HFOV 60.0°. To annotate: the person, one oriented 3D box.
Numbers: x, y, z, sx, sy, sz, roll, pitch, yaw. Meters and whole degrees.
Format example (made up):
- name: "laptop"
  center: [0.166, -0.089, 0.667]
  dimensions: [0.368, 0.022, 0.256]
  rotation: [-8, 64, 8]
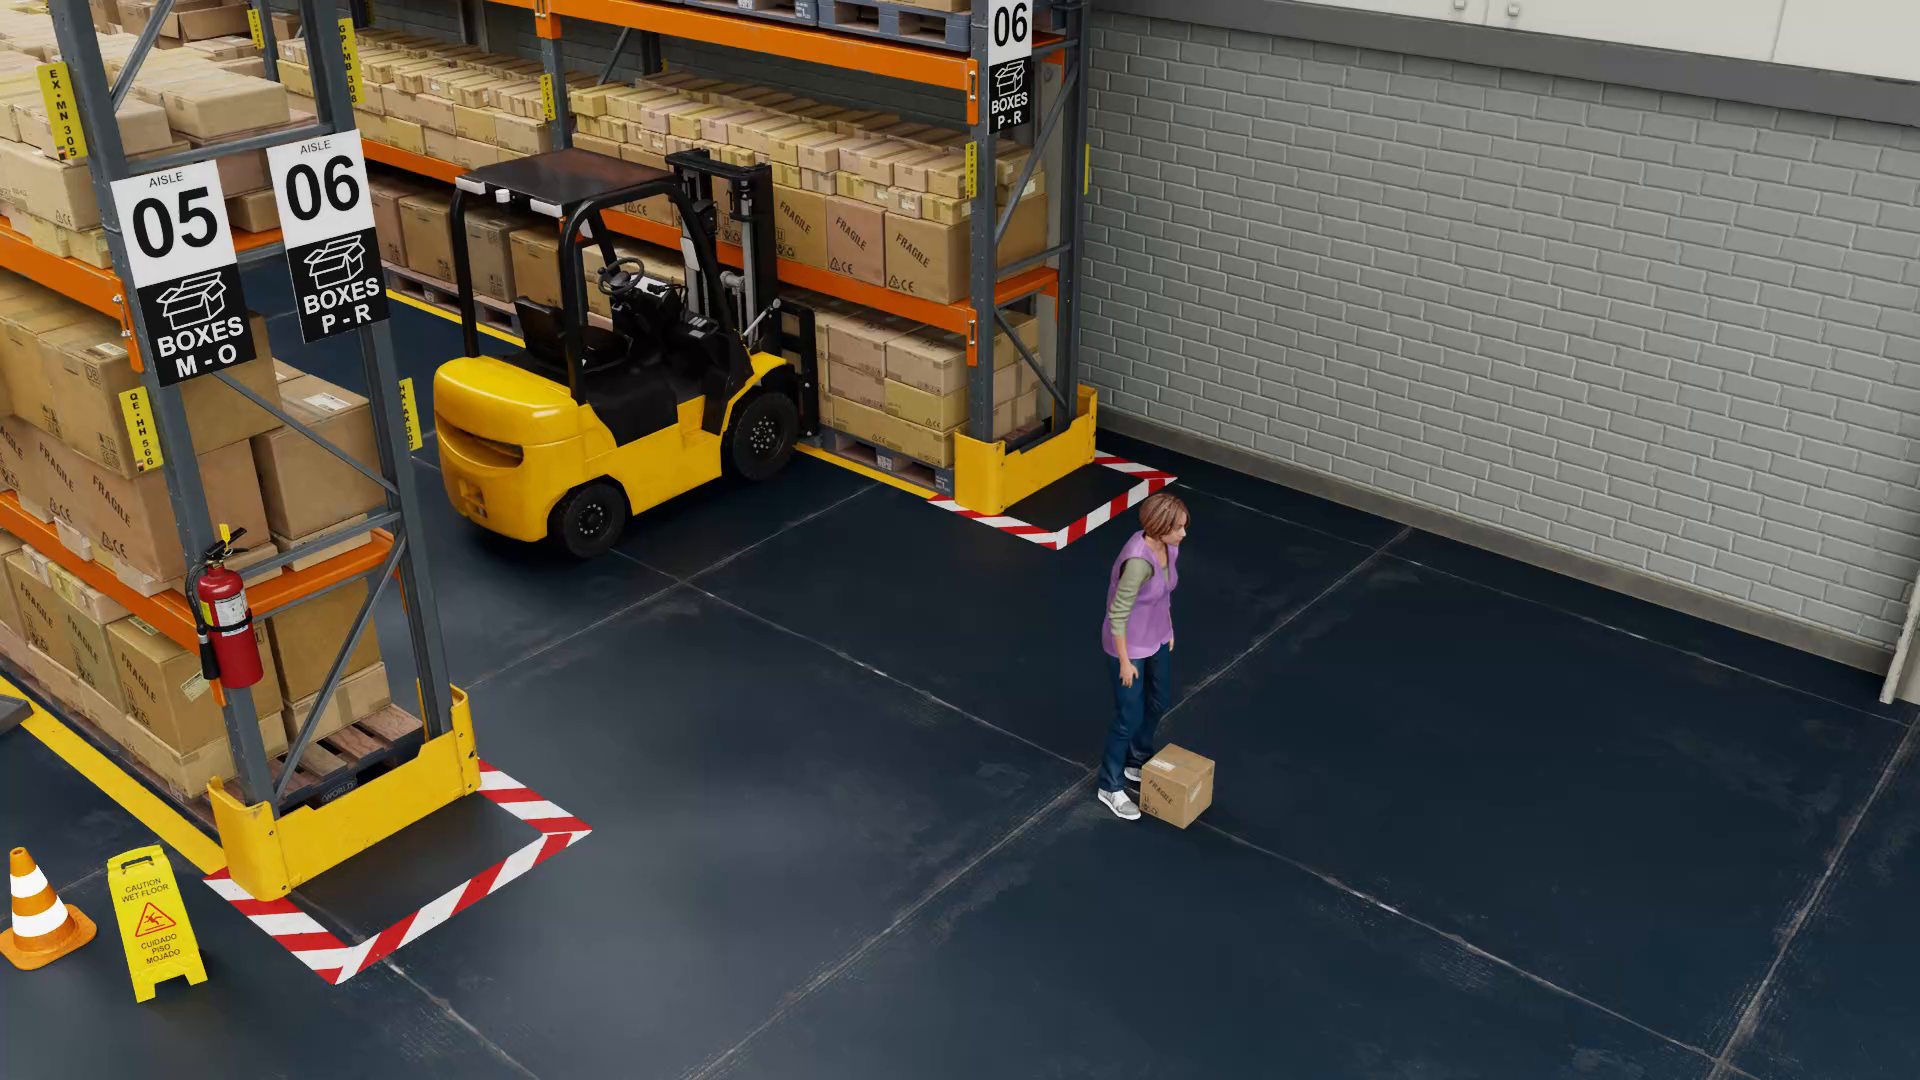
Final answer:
- name: "person"
  center: [0.839, 0.501, 7.680]
  dimensions: [0.348, 1.592, 0.478]
  rotation: [19, 33, 31]
